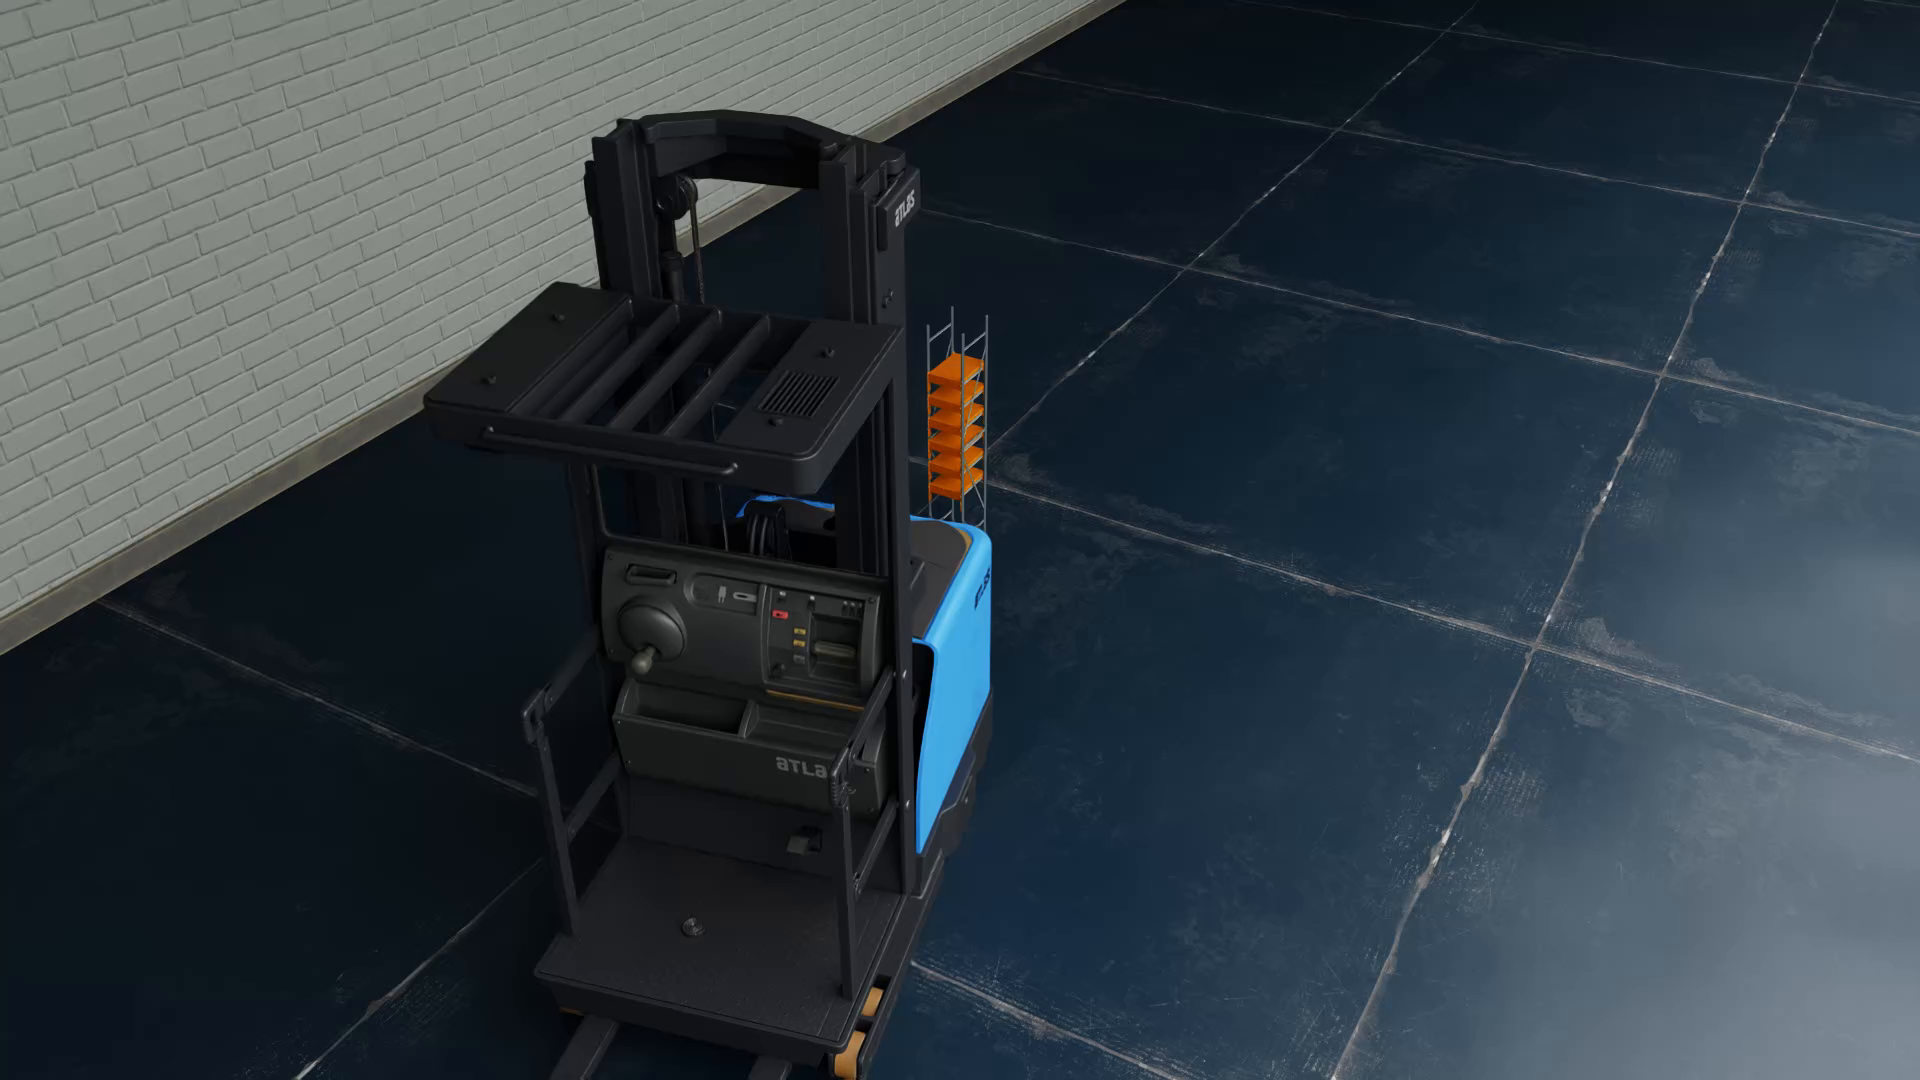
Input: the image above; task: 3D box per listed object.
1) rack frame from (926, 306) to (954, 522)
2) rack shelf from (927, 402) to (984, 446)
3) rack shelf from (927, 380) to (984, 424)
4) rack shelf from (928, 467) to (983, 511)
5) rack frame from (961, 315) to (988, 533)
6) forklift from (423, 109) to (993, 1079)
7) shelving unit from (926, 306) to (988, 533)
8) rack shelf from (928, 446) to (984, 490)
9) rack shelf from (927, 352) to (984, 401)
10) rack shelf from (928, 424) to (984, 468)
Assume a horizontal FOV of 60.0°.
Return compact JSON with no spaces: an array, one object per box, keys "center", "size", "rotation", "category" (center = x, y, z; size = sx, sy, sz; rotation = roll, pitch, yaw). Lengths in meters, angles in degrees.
[{"center":[-0.092,-0.529,7.961],"size":[0.006,1.200,0.240],"rotation":[18,37,24],"category":"rack frame"},{"center":[-0.013,-0.566,7.882],"size":[0.180,0.103,0.258],"rotation":[18,37,24],"category":"rack shelf"},{"center":[-0.013,-0.666,7.815],"size":[0.180,0.103,0.258],"rotation":[18,37,24],"category":"rack shelf"},{"center":[-0.013,-0.267,8.081],"size":[0.180,0.103,0.258],"rotation":[18,37,24],"category":"rack shelf"},{"center":[0.067,-0.478,7.886],"size":[0.006,1.200,0.240],"rotation":[18,37,24],"category":"rack frame"},{"center":[-0.759,0.335,5.103],"size":[1.130,2.935,3.031],"rotation":[9,35,13],"category":"forklift"},{"center":[-0.013,-0.503,7.923],"size":[0.189,1.200,0.258],"rotation":[18,37,24],"category":"shelving unit"},{"center":[-0.013,-0.367,8.015],"size":[0.180,0.103,0.258],"rotation":[18,37,24],"category":"rack shelf"},{"center":[-0.013,-0.766,7.749],"size":[0.180,0.103,0.258],"rotation":[18,37,24],"category":"rack shelf"},{"center":[-0.013,-0.466,7.948],"size":[0.180,0.103,0.258],"rotation":[18,37,24],"category":"rack shelf"}]
